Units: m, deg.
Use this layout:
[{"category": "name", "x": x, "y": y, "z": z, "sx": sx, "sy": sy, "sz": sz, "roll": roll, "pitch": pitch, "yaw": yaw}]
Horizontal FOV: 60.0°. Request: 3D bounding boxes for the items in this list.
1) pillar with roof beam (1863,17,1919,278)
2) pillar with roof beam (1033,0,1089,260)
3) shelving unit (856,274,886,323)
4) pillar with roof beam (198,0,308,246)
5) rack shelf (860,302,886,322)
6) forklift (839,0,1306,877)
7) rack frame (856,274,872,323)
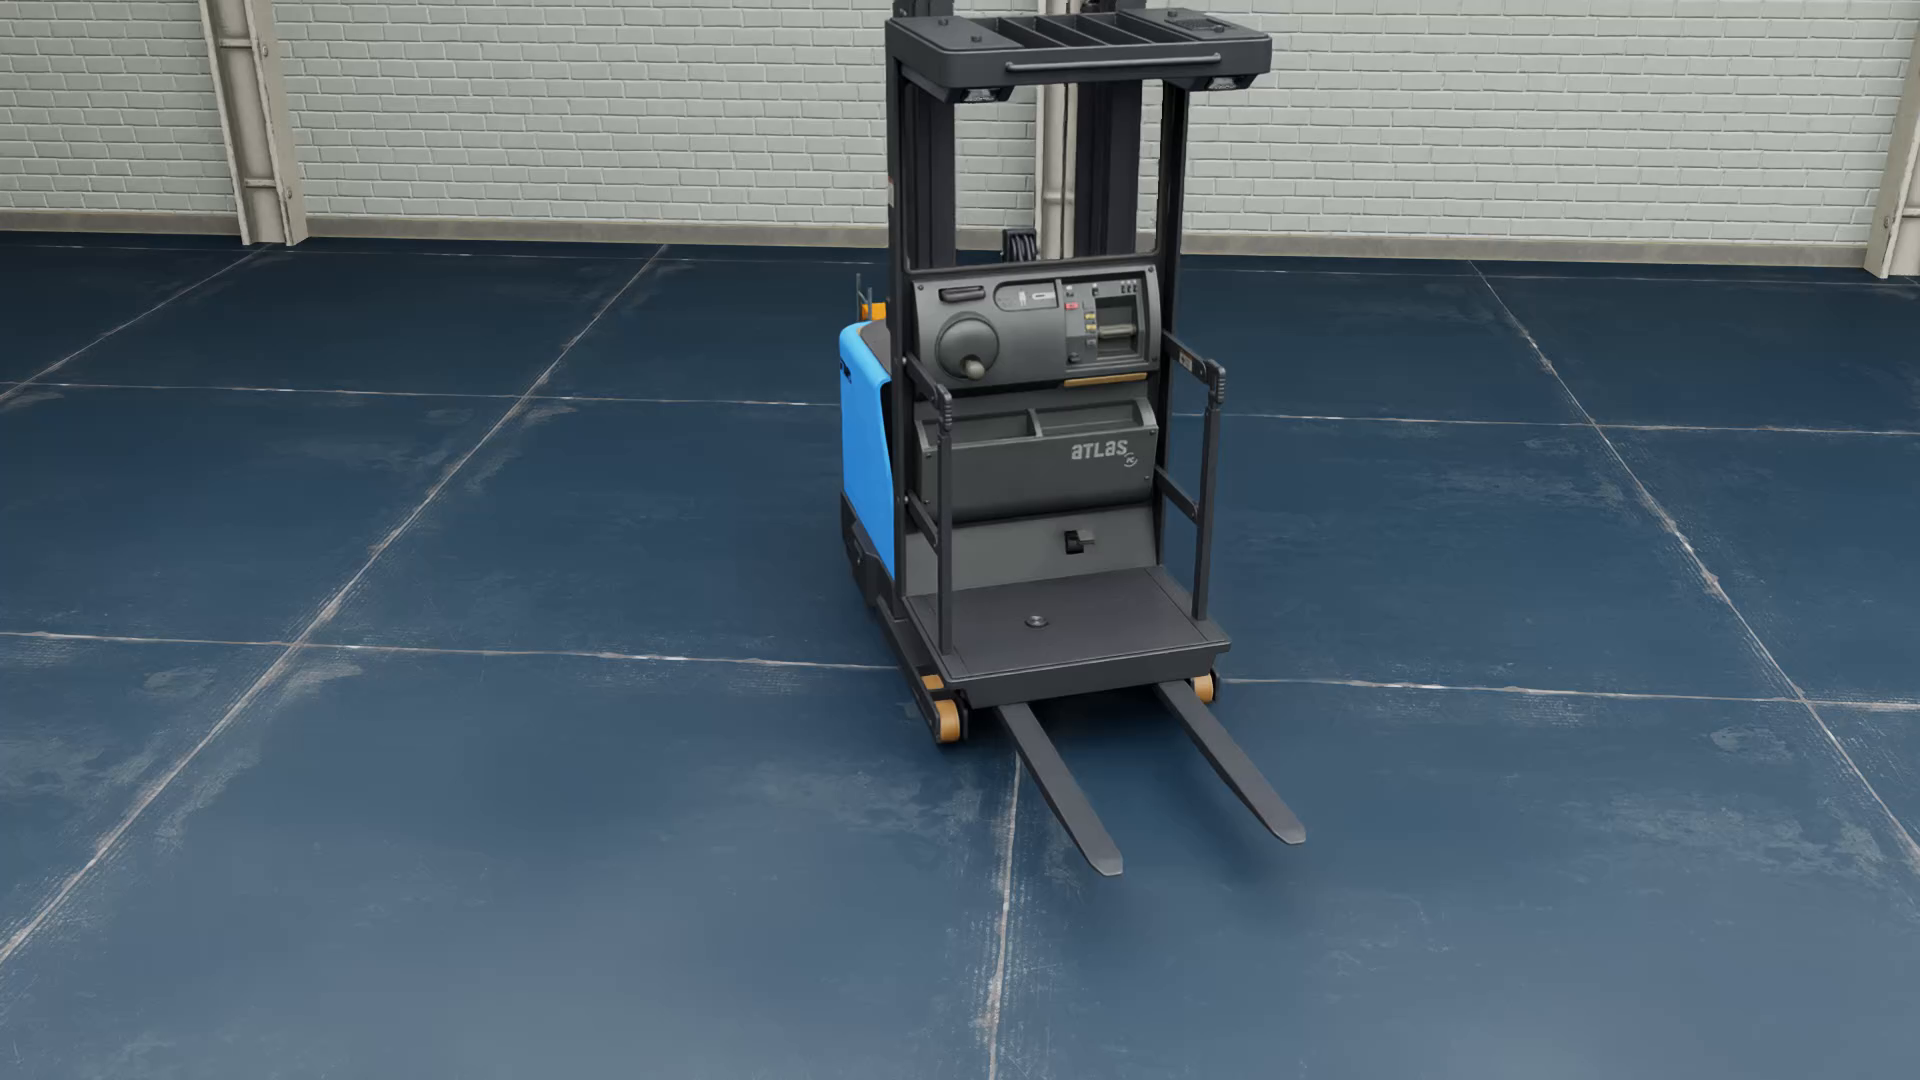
[{"category": "pillar with roof beam", "x": 6.396, "y": -4.209, "z": 6.132, "sx": 0.400, "sy": 9.000, "sz": 9.100, "roll": 2, "pitch": 25, "yaw": 4}, {"category": "pillar with roof beam", "x": 0.414, "y": -4.401, "z": 6.549, "sx": 0.400, "sy": 9.000, "sz": 9.100, "roll": 2, "pitch": 25, "yaw": 4}, {"category": "shelving unit", "x": -0.193, "y": -0.633, "z": 7.689, "sx": 0.503, "sy": 1.200, "sz": 0.258, "roll": -7, "pitch": 26, "yaw": -15}, {"category": "pillar with roof beam", "x": -5.568, "y": -4.593, "z": 6.966, "sx": 0.400, "sy": 9.000, "sz": 9.100, "roll": 2, "pitch": 25, "yaw": 4}, {"category": "rack shelf", "x": -0.193, "y": -0.990, "z": 7.525, "sx": 0.480, "sy": 0.148, "sz": 0.258, "roll": -7, "pitch": 26, "yaw": -15}, {"category": "forklift", "x": 0.350, "y": -0.762, "z": 5.900, "sx": 1.130, "sy": 2.935, "sz": 3.031, "roll": -7, "pitch": 26, "yaw": -14}, {"category": "rack frame", "x": -0.427, "y": -0.604, "z": 7.628, "sx": 0.015, "sy": 1.200, "sz": 0.240, "roll": -7, "pitch": 26, "yaw": -15}]
